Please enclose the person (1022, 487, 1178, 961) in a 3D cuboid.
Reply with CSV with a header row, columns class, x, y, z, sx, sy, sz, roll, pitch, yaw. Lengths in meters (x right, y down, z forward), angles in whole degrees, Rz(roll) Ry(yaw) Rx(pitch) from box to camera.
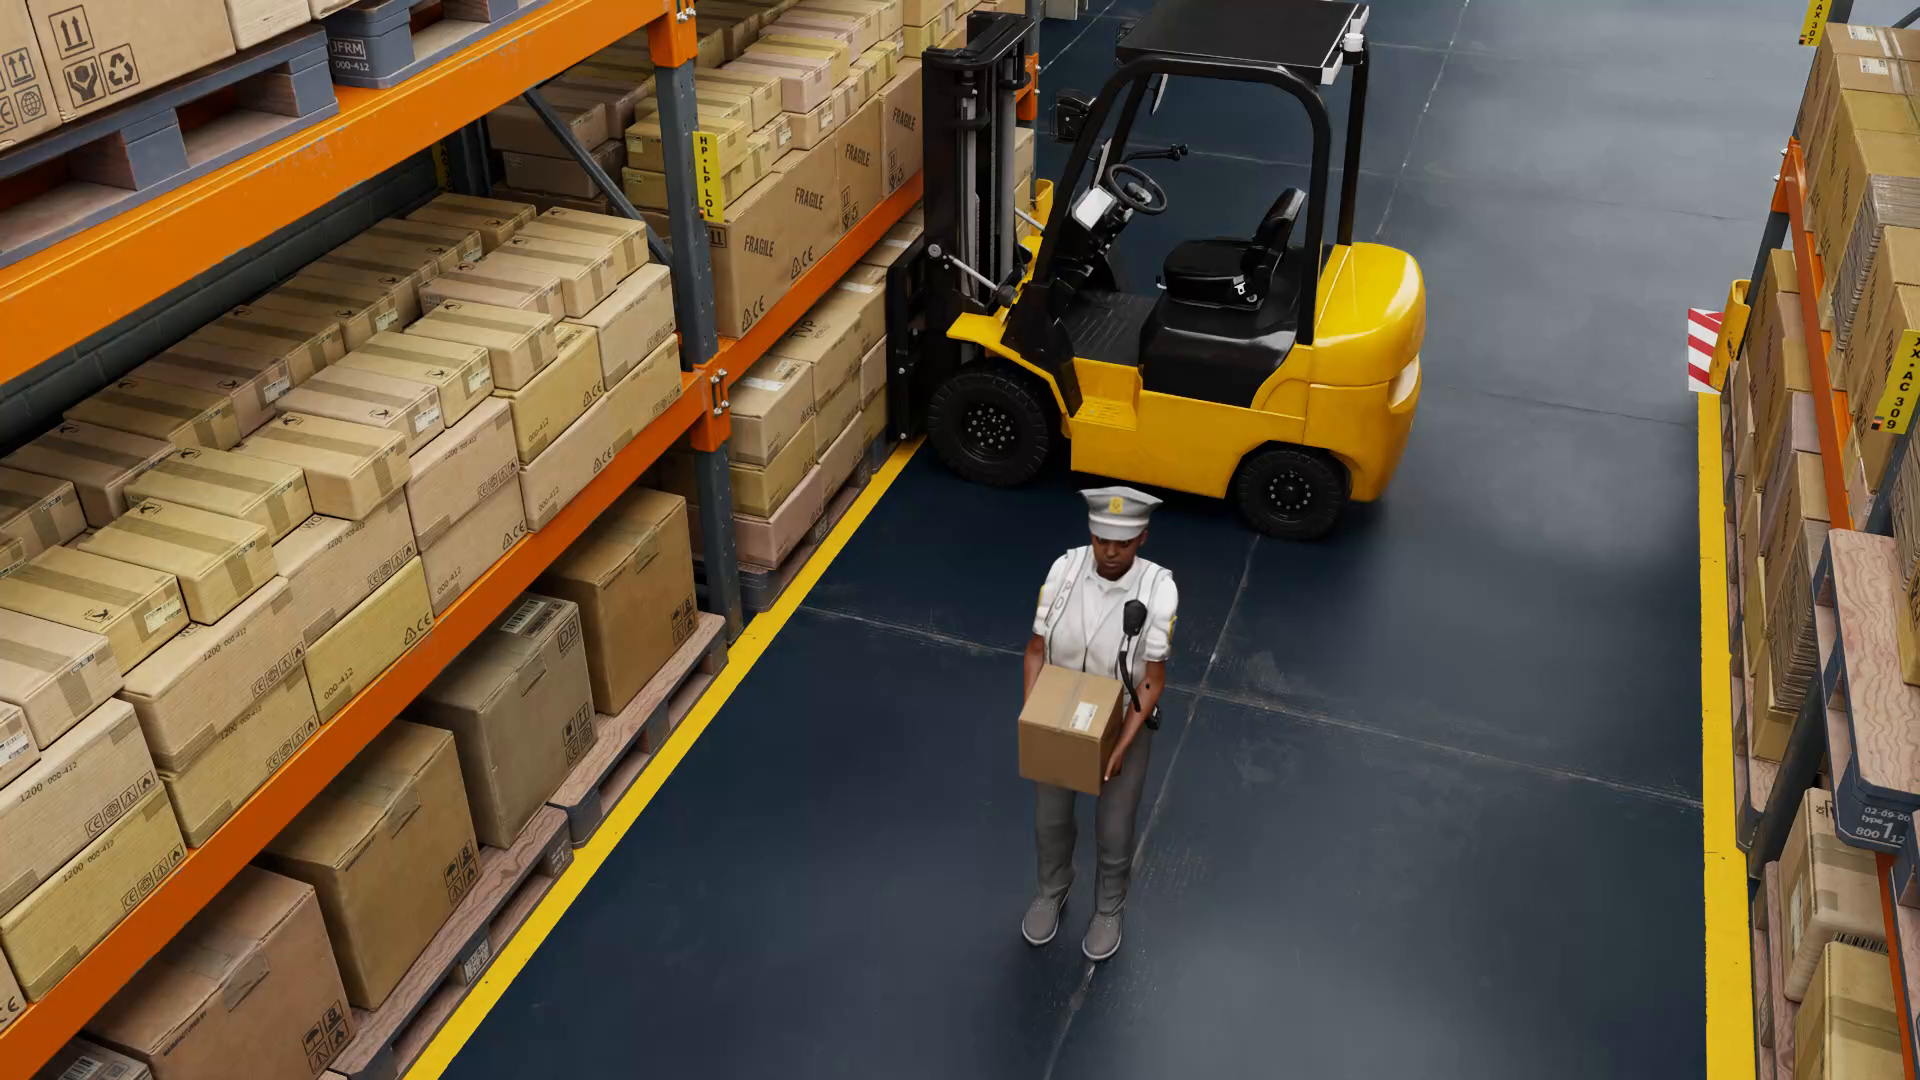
class,x,y,z,sx,sy,sz,roll,pitch,yaw
person,0.403,0.599,5.211,0.450,1.688,0.539,12,35,17
